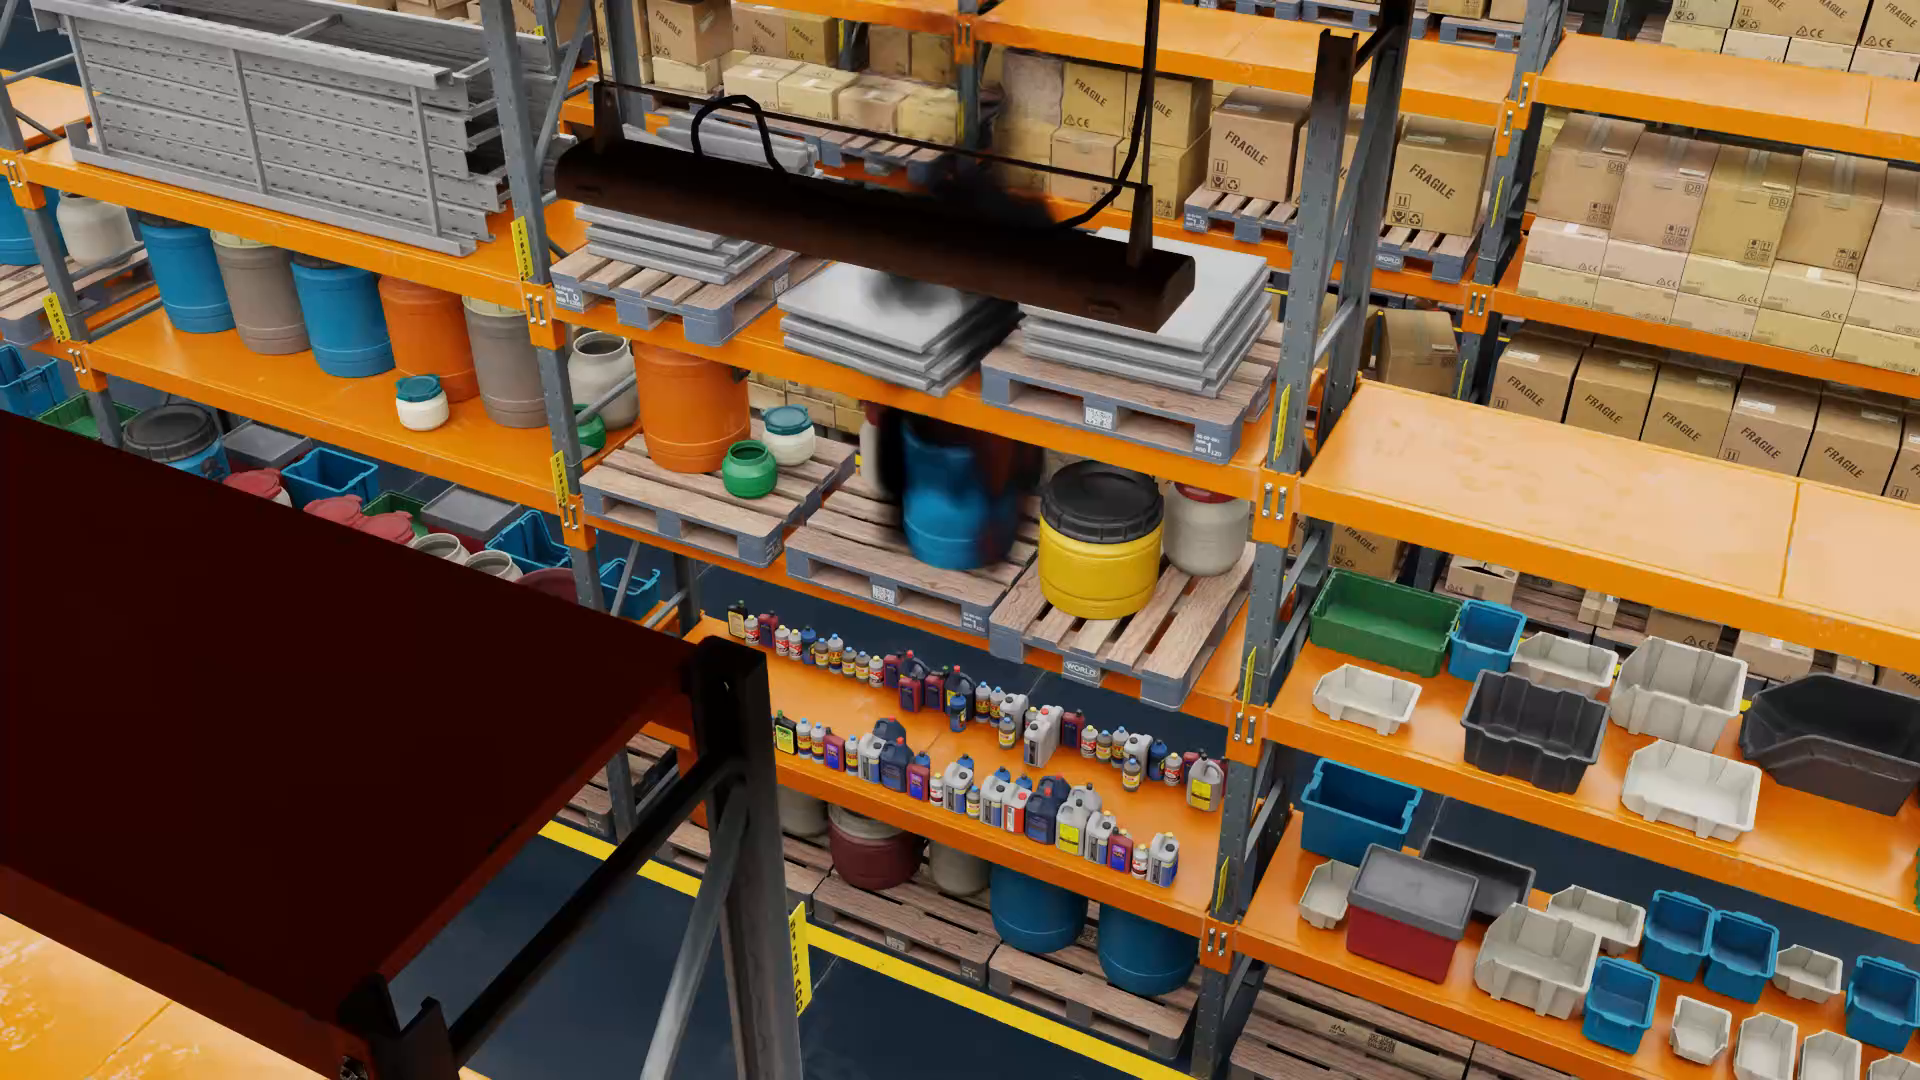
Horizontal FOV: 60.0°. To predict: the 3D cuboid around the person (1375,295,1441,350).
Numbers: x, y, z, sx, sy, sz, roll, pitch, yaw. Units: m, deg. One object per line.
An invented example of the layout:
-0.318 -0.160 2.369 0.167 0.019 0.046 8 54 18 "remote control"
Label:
3.938 -1.444 14.446 0.729 1.683 0.642 13 37 18 "person"
